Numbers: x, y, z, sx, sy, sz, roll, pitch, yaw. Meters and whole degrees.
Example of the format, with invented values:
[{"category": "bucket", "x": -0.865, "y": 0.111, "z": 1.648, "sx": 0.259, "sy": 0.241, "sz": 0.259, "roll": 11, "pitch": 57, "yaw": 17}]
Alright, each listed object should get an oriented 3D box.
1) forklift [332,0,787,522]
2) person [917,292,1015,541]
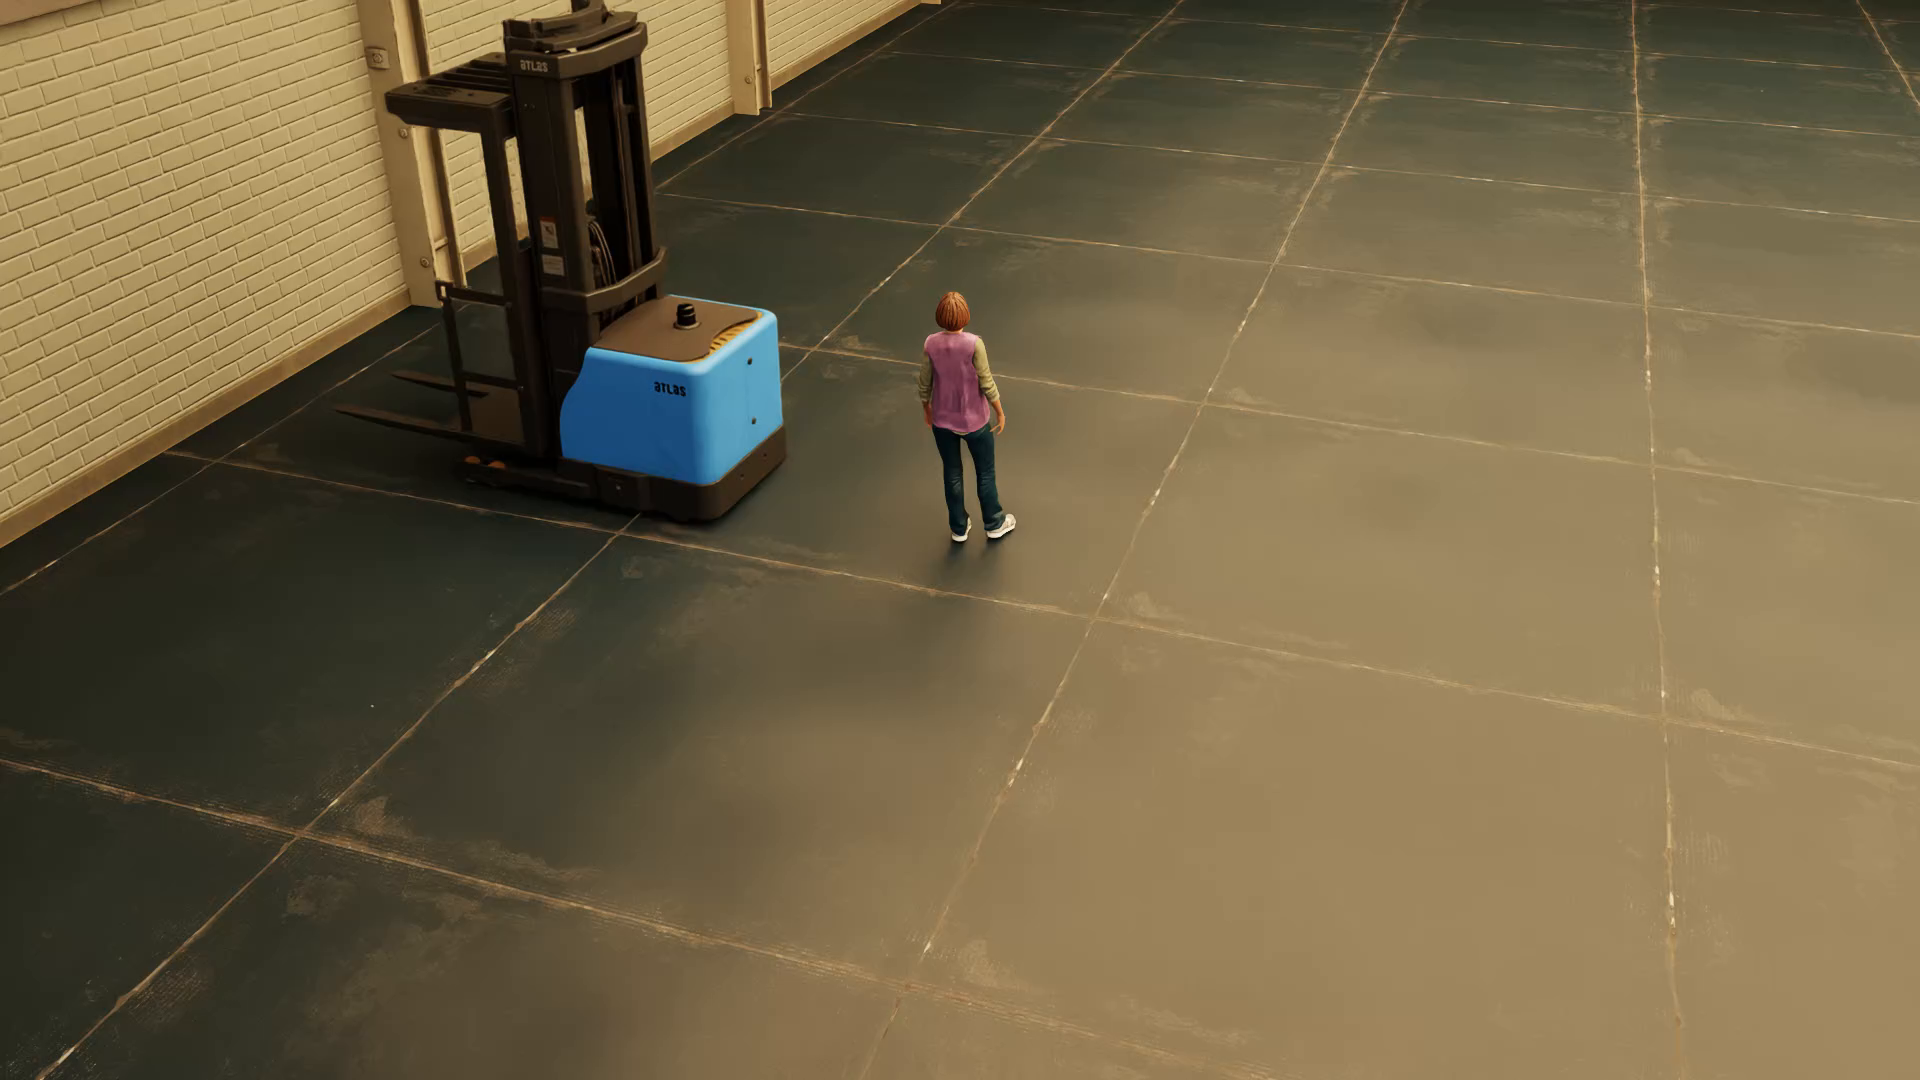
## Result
[{"category": "forklift", "x": -2.706, "y": -1.839, "z": 10.363, "sx": 3.031, "sy": 2.935, "sz": 1.130, "roll": 11, "pitch": 32, "yaw": 19}, {"category": "person", "x": 0.037, "y": -0.732, "z": 9.754, "sx": 0.520, "sy": 1.596, "sz": 0.476, "roll": 10, "pitch": 31, "yaw": 16}]
